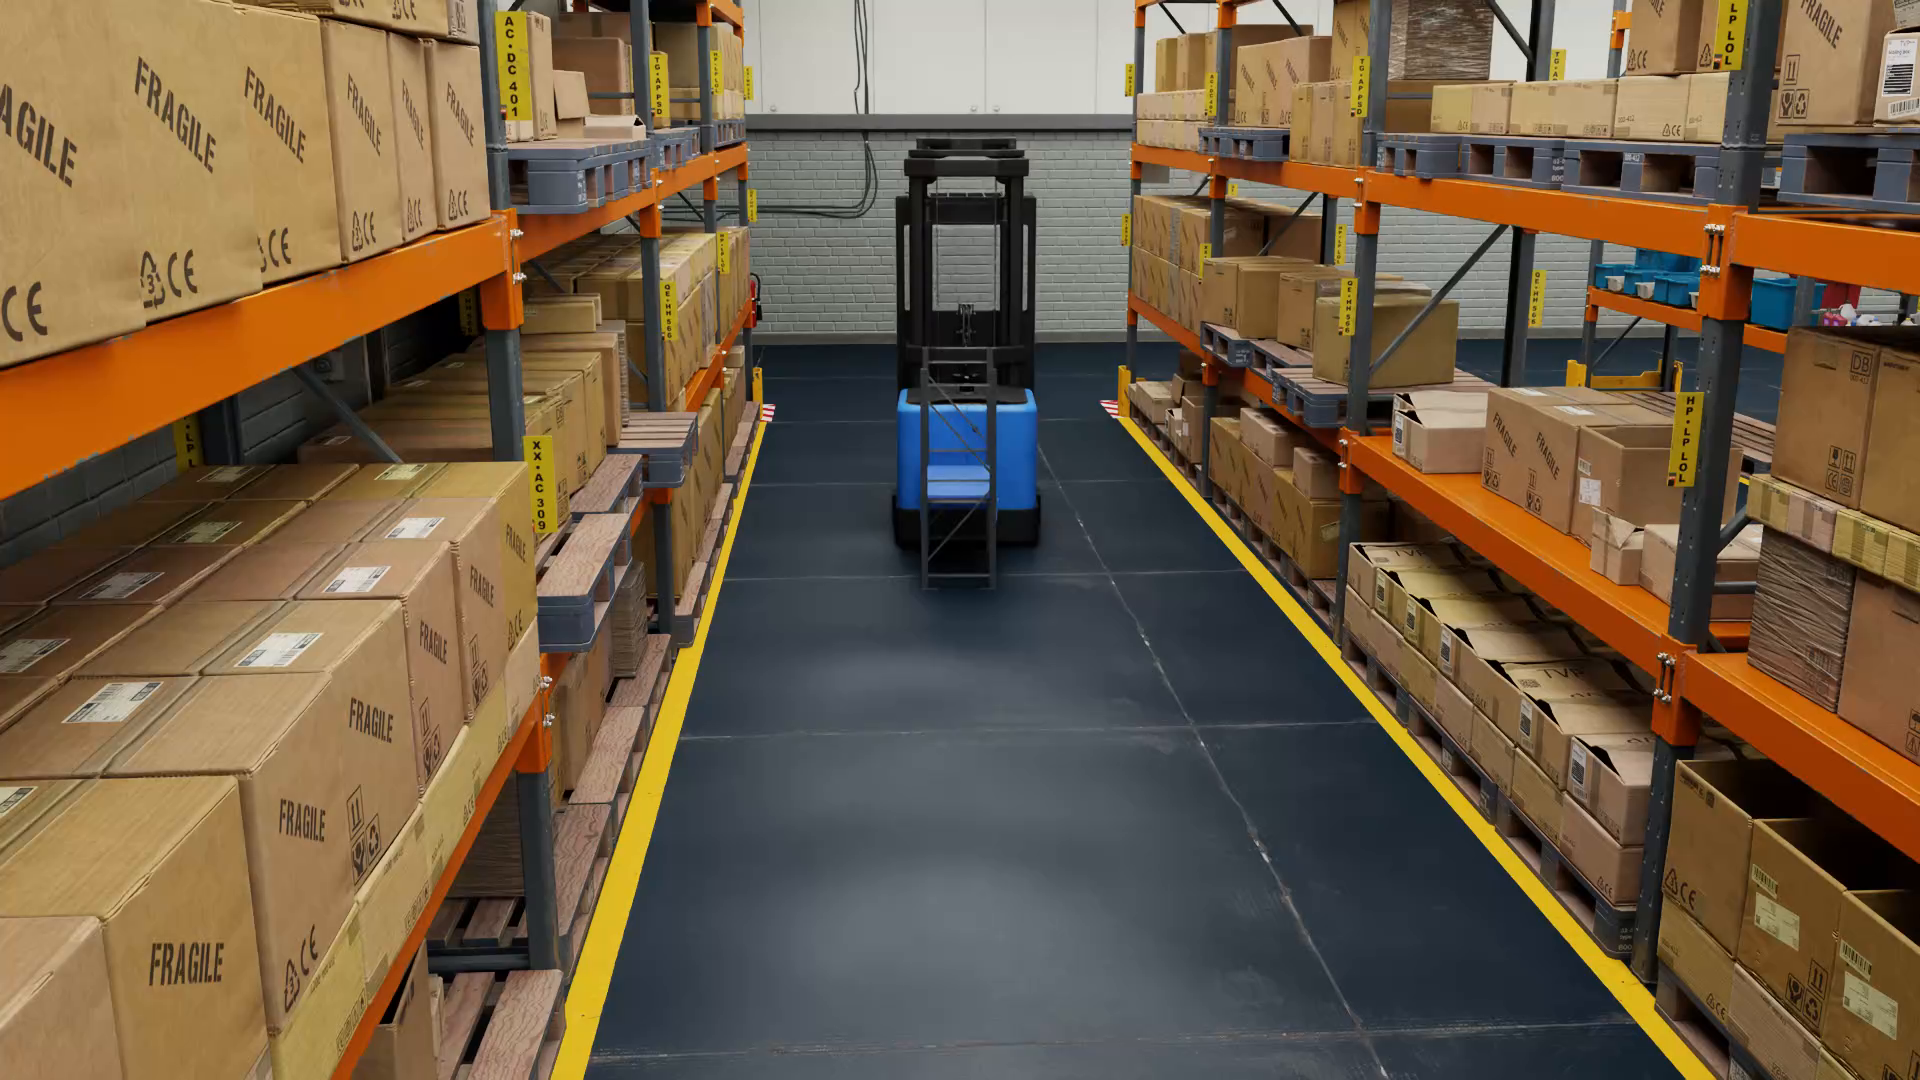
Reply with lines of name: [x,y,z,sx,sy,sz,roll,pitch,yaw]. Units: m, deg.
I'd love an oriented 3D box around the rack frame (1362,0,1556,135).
rack frame: [2.770,-3.730,8.964,1.000,3.000,0.127,-1,14,-3]

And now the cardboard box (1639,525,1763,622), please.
cardboard box: [2.944,0.121,6.337,0.500,0.250,0.500,0,14,0]

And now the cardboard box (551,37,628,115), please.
cardboard box: [-2.261,-2.579,9.426,0.700,0.500,0.500,-2,15,-8]

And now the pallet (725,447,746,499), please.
pallet: [-2.391,-0.582,14.364,1.003,0.211,1.213,-1,14,-3]

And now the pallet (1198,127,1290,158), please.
pallet: [2.492,-3.018,12.593,1.213,0.211,1.003,-1,14,-3]

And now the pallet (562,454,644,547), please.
pallet: [-2.011,-0.163,7.524,1.003,0.211,1.213,-1,14,-3]

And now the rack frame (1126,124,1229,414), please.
rack frame: [2.274,-2.814,17.445,1.000,3.000,0.127,-1,14,-3]

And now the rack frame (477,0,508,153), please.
rack frame: [-1.926,-2.658,4.797,1.000,3.000,0.127,-1,14,-3]

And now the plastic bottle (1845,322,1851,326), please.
plastic bottle: [7.097,-1.639,13.277,0.097,0.201,0.097,0,14,0]

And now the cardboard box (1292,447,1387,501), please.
cardboard box: [2.470,-0.433,10.819,0.500,0.250,0.500,0,14,-1]

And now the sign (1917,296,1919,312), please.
sign: [8.015,-2.037,13.868,0.100,0.325,0.005,-1,14,-3]

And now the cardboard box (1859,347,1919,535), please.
cardboard box: [3.084,-0.271,4.754,0.700,0.500,0.500,-1,14,-4]

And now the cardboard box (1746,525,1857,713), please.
cardboard box: [3.051,0.232,5.404,0.700,0.500,0.500,-1,14,-5]

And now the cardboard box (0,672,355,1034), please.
cardboard box: [-1.454,0.567,3.059,0.500,0.500,0.500,-1,14,-5]

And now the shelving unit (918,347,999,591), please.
shelving unit: [-0.012,-0.515,11.519,0.538,1.500,1.048,0,14,0]

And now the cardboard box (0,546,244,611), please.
cardboard box: [-2.052,0.320,4.018,0.500,0.500,0.500,0,14,-2]

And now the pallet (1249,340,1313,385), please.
pallet: [2.645,-1.215,11.615,1.003,0.211,1.213,-1,14,-3]

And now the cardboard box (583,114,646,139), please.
cardboard box: [-1.860,-1.992,8.366,0.500,0.311,0.500,-1,14,-3]

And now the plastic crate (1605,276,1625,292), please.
plastic crate: [6.842,-2.644,17.190,0.250,0.136,0.298,-1,14,-3]

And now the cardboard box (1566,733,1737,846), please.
cardboard box: [2.706,0.931,6.440,0.500,0.311,0.500,-1,14,-3]

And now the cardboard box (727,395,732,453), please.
cardboard box: [-2.394,-1.047,14.751,0.700,0.500,0.500,-1,14,-4]

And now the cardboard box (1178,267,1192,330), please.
cardboard box: [2.202,-2.116,14.532,0.500,0.500,0.500,0,14,-2]

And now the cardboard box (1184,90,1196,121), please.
cardboard box: [2.193,-3.683,14.098,0.500,0.250,0.500,-1,14,-3]

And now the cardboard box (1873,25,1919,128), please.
cardboard box: [2.819,-1.247,4.388,0.500,0.311,0.500,-2,15,-7]

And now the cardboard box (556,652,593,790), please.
cardboard box: [-2.062,0.807,7.504,0.700,0.500,0.500,-1,14,-3]

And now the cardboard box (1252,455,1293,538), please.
cardboard box: [2.407,-0.315,11.865,0.500,0.500,0.500,-1,14,-6]

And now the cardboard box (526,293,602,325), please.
cardboard box: [-2.123,-1.238,8.931,0.380,0.149,0.250,-3,15,-11]

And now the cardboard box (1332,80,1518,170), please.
cardboard box: [2.709,-2.434,9.745,0.910,0.500,0.500,-1,14,-3]

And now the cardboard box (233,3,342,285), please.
cardboard box: [-1.538,-0.752,3.167,0.500,0.500,0.500,0,14,0]

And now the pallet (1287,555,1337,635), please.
pallet: [2.761,0.340,10.783,1.003,0.211,1.213,-1,14,-3]

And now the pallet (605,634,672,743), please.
pallet: [-2.127,0.798,9.003,1.003,0.211,1.213,-1,14,-3]

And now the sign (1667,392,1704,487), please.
sign: [2.477,-0.341,5.669,0.100,0.325,0.005,-1,14,-3]

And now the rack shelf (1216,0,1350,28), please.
rack shelf: [2.646,-3.685,11.037,1.077,0.370,4.000,-1,14,-3]

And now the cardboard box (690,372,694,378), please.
cardboard box: [-2.083,-1.234,11.766,0.380,0.149,0.250,-1,14,-5]

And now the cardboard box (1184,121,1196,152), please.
cardboard box: [2.206,-3.441,14.161,0.500,0.250,0.500,-1,14,-3]

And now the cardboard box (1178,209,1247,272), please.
cardboard box: [2.198,-2.601,14.409,0.500,0.500,0.500,-1,14,-5]

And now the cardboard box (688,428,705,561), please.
cardboard box: [-2.137,-0.312,11.192,0.750,0.750,0.750,-1,14,-4]

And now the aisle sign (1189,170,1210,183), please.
aisle sign: [2.576,-4.095,17.205,0.394,0.787,0.004,-1,14,-3]

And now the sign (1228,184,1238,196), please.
sign: [2.829,-3.532,17.275,0.100,0.325,0.005,-1,14,-3]

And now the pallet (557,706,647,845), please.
pallet: [-2.055,1.100,7.827,1.003,0.211,1.213,-1,14,-3]

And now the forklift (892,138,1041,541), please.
forklift: [0.044,-1.717,13.316,1.130,2.935,3.031,0,14,0]

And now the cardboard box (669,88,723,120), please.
cardboard box: [-2.202,-3.550,13.541,0.500,0.250,0.500,-1,14,-4]

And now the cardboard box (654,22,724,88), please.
cardboard box: [-2.186,-3.919,13.470,0.500,0.500,0.500,-1,14,-4]

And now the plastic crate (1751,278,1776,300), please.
plastic crate: [7.555,-2.249,15.366,0.437,0.282,0.530,-1,14,-3]

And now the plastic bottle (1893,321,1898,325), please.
plastic bottle: [7.118,-1.520,12.648,0.061,0.283,0.133,-1,14,-3]

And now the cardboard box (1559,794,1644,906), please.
cardboard box: [2.703,1.200,6.519,0.500,0.250,0.500,-1,14,-4]

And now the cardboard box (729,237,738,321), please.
cardboard box: [-2.534,-2.385,15.174,0.980,0.700,0.700,-2,15,-6]

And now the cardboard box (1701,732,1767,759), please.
cardboard box: [3.241,0.920,6.480,0.500,0.311,0.500,-1,14,-3]

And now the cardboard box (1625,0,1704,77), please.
cardboard box: [2.960,-2.072,6.492,0.500,0.500,0.500,1,14,2]

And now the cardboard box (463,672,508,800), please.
cardboard box: [-1.572,0.548,4.639,0.500,0.250,0.500,-1,14,-3]

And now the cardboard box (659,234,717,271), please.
cardboard box: [-2.138,-2.195,12.696,0.500,0.250,0.500,-1,14,-2]

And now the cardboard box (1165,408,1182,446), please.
cardboard box: [2.157,-1.054,15.117,0.500,0.311,0.500,-1,14,-3]

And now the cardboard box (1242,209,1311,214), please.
cardboard box: [2.741,-2.602,14.412,0.500,0.500,0.500,-1,14,-5]

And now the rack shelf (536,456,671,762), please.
rack shelf: [-2.050,0.099,7.567,1.077,0.370,4.000,-1,14,-3]

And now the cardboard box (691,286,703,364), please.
cardboard box: [-2.042,-1.457,11.333,0.500,0.500,0.500,0,14,-2]

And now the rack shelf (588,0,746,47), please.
rack shelf: [-2.546,-4.603,14.602,1.077,0.370,4.000,-1,14,-3]

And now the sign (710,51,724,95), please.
sign: [-1.881,-3.608,12.842,0.100,0.325,0.005,-1,14,-3]
